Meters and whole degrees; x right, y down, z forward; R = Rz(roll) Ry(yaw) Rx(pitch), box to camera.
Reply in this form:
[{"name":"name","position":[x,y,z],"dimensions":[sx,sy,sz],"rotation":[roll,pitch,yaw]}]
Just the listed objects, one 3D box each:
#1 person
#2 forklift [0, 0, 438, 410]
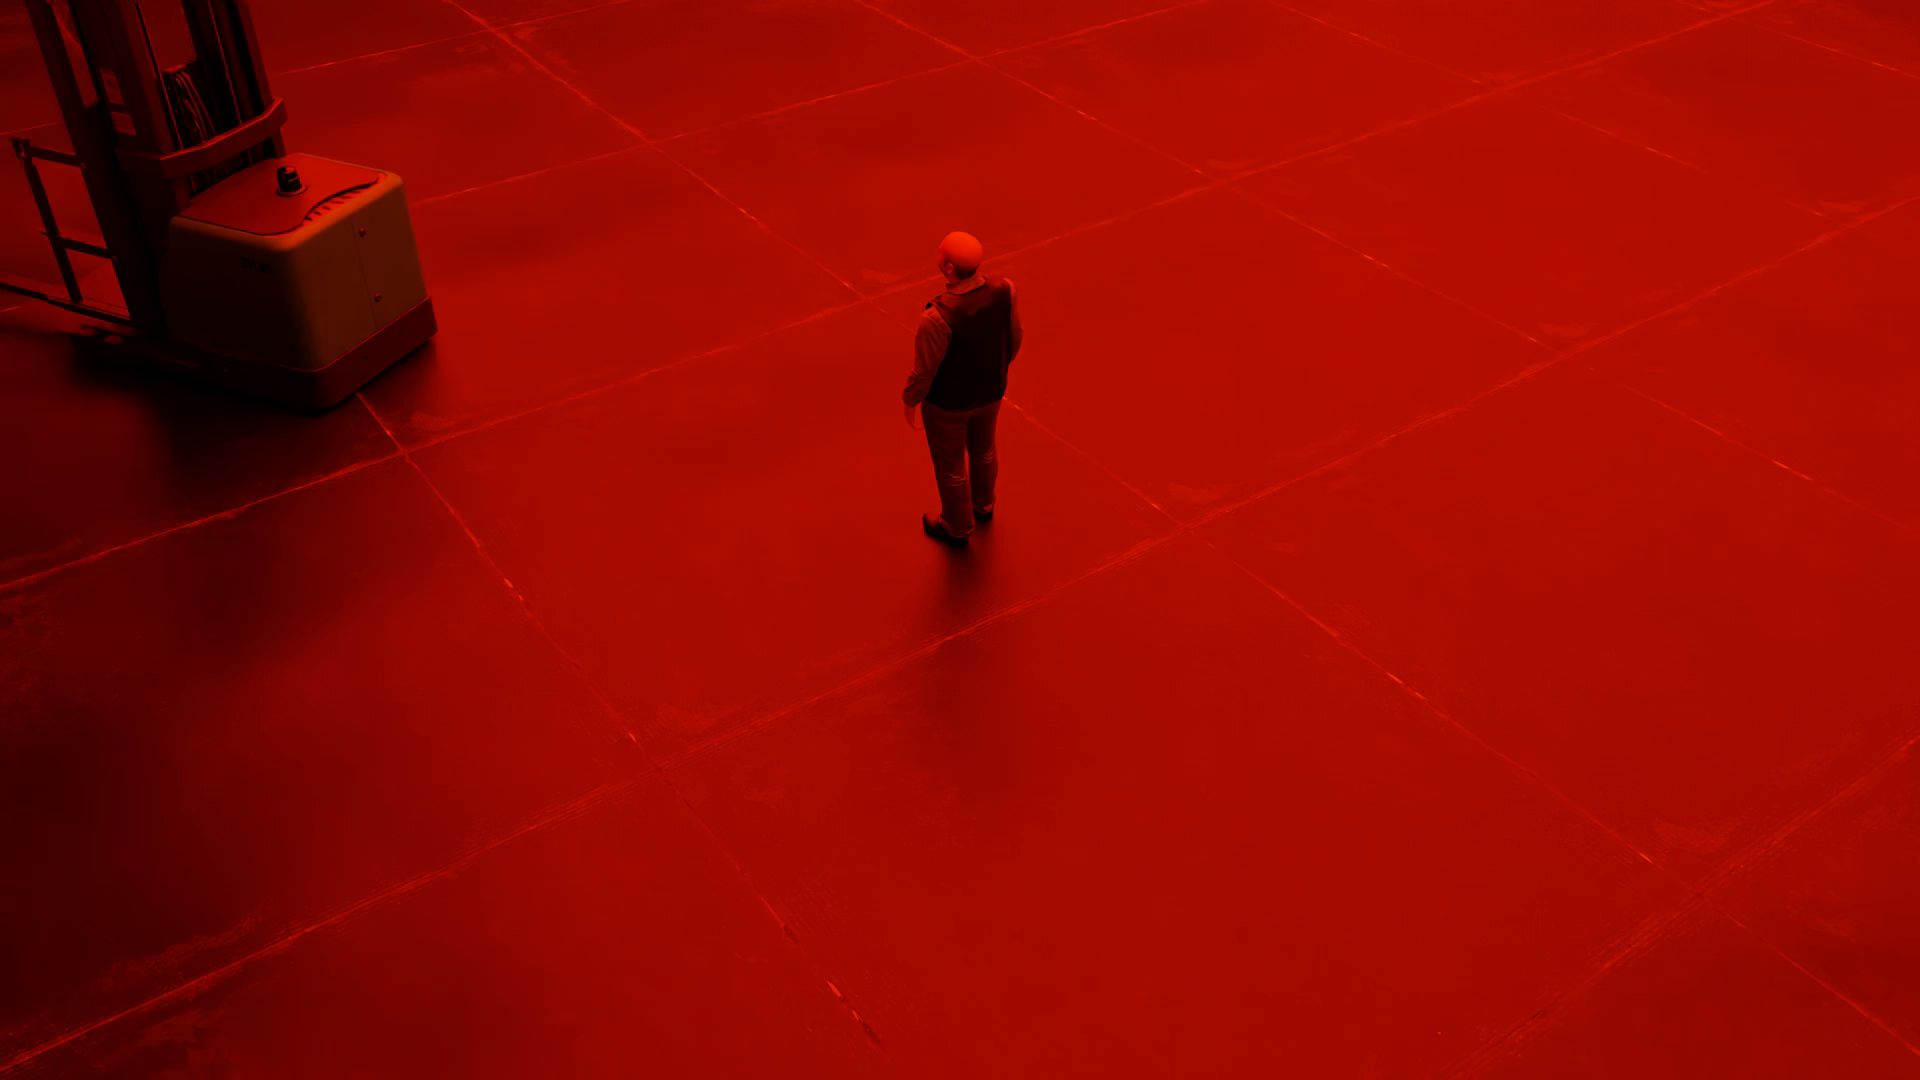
[{"name":"person","position":[-0.029,-0.731,7.938],"dimensions":[0.632,1.720,0.568],"rotation":[-23,42,-28]},{"name":"forklift","position":[-4.699,-2.487,9.309],"dimensions":[3.031,2.935,1.130],"rotation":[15,39,19]}]
